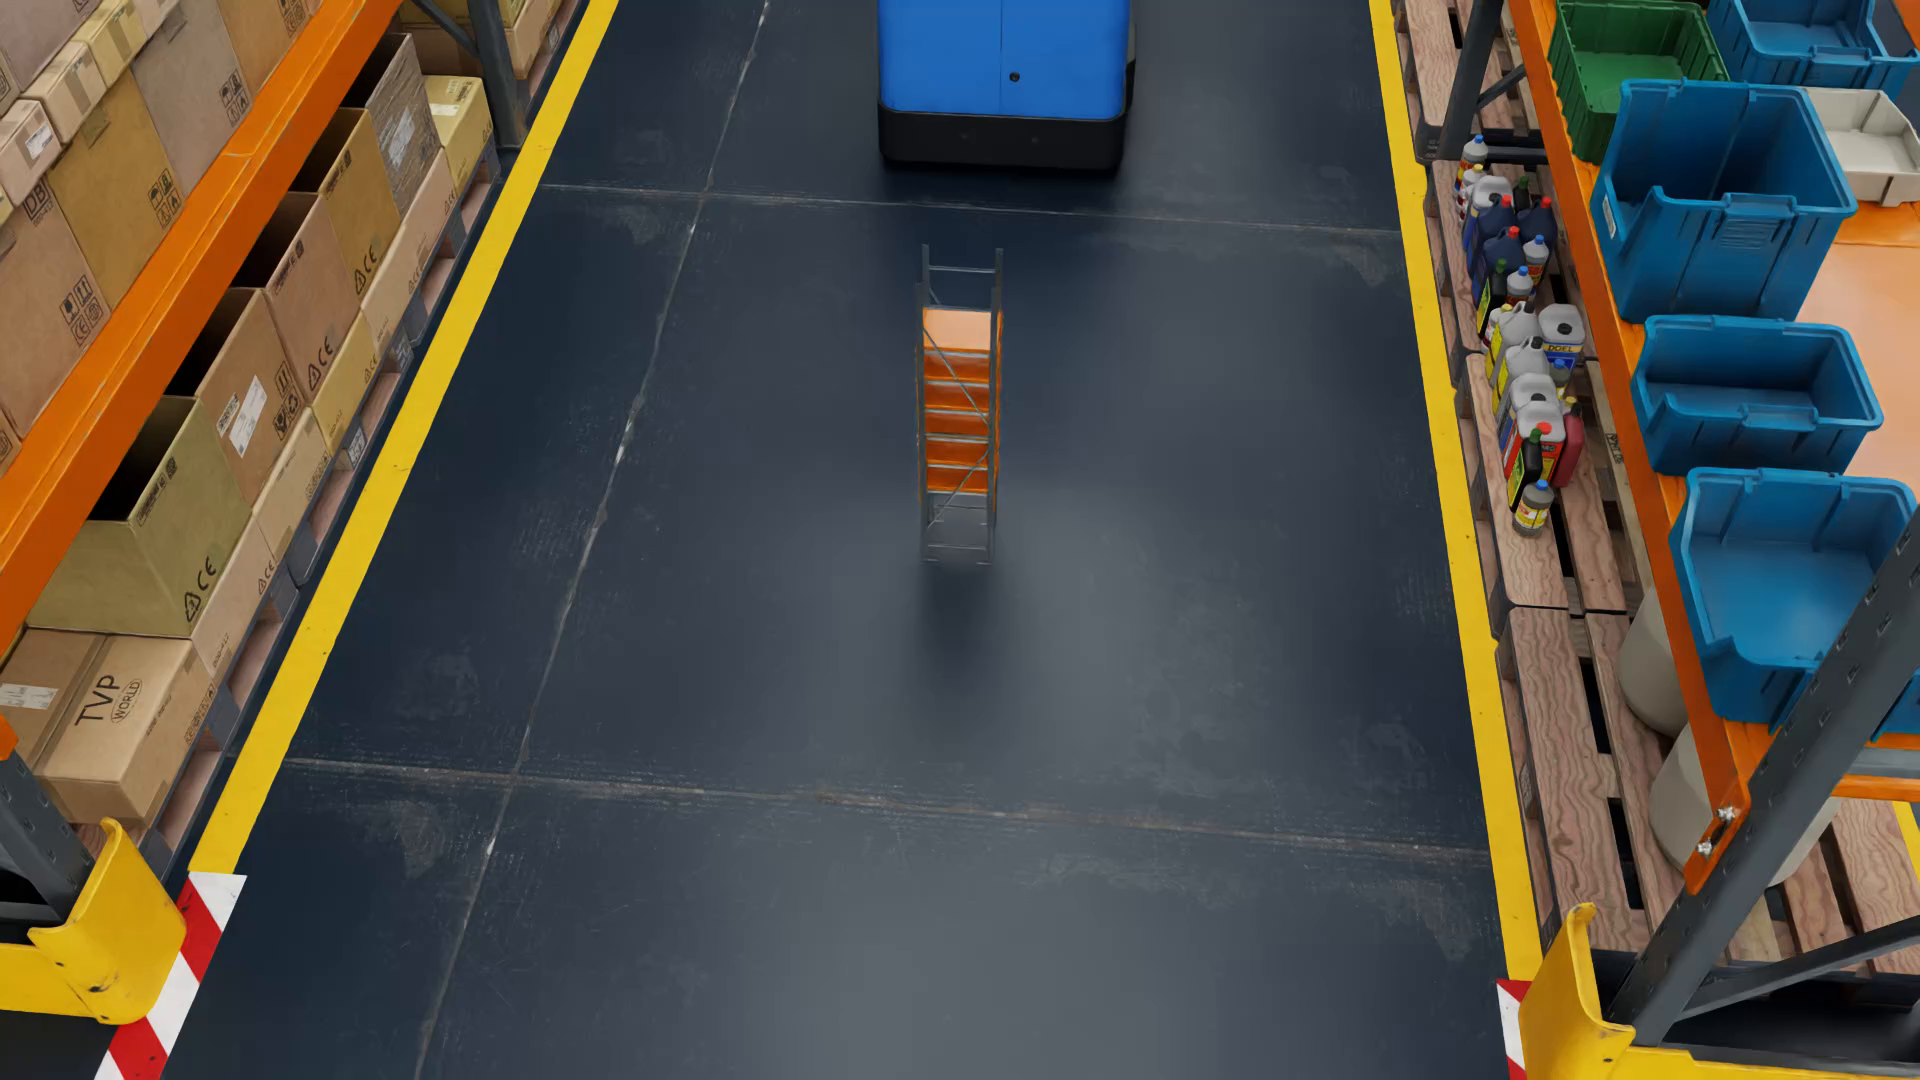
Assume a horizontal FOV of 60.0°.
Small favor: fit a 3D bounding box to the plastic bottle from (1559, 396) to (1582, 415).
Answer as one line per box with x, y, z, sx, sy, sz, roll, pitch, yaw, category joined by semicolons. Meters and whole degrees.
2.063;-0.406;5.687;0.097;0.201;0.097;0;48;0;plastic bottle

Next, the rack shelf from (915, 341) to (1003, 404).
-0.001;-0.526;5.153;0.258;0.103;0.180;4;48;4;rack shelf

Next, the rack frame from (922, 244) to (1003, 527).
0.007;-0.462;5.359;0.240;1.200;0.006;4;48;4;rack frame

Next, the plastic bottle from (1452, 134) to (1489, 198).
2.042;-1.495;6.635;0.097;0.271;0.097;0;48;0;plastic bottle

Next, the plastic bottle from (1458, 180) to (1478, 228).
2.023;-1.322;6.524;0.097;0.201;0.097;0;48;0;plastic bottle

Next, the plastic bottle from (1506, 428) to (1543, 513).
1.866;-0.230;5.470;0.061;0.283;0.133;5;48;4;plastic bottle

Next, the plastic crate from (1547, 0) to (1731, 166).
2.103;-1.422;5.161;0.450;0.188;0.662;4;48;4;plastic crate

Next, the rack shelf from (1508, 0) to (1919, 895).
2.325;-0.759;4.899;1.077;0.370;4.000;4;48;4;rack shelf

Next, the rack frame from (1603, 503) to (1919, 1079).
2.143;0.468;3.289;1.000;3.000;0.127;4;48;4;rack frame

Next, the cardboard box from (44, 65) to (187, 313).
-2.640;-0.995;4.559;0.700;0.500;0.500;4;48;4;cardboard box

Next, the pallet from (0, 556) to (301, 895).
-2.762;0.508;5.142;1.003;0.211;1.213;4;48;4;pallet

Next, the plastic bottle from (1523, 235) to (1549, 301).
2.128;-1.019;6.200;0.097;0.271;0.097;0;48;0;plastic bottle

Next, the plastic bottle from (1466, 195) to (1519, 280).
2.021;-1.161;6.276;0.144;0.351;0.185;5;48;5;plastic bottle

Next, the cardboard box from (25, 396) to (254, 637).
-2.475;-0.082;4.862;0.500;0.500;0.500;4;48;4;cardboard box

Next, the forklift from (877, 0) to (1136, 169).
0.284;-3.660;7.111;1.130;2.935;3.031;3;48;3;forklift

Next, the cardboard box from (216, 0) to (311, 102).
-2.550;-1.758;5.258;0.700;0.500;0.500;5;48;4;cardboard box

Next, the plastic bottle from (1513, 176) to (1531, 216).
2.146;-1.253;6.405;0.061;0.283;0.133;4;48;4;plastic bottle

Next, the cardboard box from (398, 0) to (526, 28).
-2.139;-2.497;7.200;0.500;0.311;0.500;4;48;4;cardboard box

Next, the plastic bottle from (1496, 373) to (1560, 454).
1.937;-0.426;5.654;0.152;0.276;0.135;3;48;2;plastic bottle

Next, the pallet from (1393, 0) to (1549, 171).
2.540;-2.110;7.537;1.003;0.211;1.213;4;48;4;pallet

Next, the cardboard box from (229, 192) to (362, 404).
-2.380;-0.816;5.534;0.500;0.500;0.500;4;48;4;cardboard box

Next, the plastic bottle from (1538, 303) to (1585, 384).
2.114;-0.693;5.899;0.152;0.276;0.135;4;48;4;plastic bottle

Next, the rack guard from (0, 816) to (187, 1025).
-2.792;0.993;4.503;1.175;0.500;0.348;4;48;4;rack guard

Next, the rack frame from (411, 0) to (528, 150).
-2.425;-2.807;6.285;1.000;3.000;0.127;4;48;4;rack frame

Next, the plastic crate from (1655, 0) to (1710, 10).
2.333;-2.075;5.657;0.767;0.338;0.504;4;48;4;plastic crate

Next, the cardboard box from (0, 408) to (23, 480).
-2.734;-0.244;3.873;0.700;0.500;0.500;4;48;4;cardboard box

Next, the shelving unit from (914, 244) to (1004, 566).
-0.001;-0.394;5.298;0.258;1.200;0.189;4;48;4;shelving unit

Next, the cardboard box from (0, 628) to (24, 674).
-3.035;0.504;4.835;0.500;0.250;0.500;4;48;4;cardboard box

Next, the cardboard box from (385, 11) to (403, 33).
-2.676;-2.345;7.441;0.500;0.250;0.500;3;48;3;cardboard box

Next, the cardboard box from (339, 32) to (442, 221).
-2.307;-1.552;6.208;0.500;0.500;0.500;4;48;4;cardboard box

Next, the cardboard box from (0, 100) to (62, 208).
-2.469;-0.957;4.085;0.380;0.149;0.250;3;48;3;cardboard box

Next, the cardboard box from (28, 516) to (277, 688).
-2.477;0.171;5.139;0.500;0.250;0.500;4;48;4;cardboard box

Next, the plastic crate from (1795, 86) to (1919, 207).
2.612;-1.172;4.968;0.530;0.136;0.437;4;48;4;plastic crate

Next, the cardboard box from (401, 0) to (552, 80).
-2.141;-2.301;7.401;0.500;0.250;0.500;3;48;3;cardboard box

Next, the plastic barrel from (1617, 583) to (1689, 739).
2.172;0.309;4.836;0.421;0.512;0.421;0;48;0;plastic barrel

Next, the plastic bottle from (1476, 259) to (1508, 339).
1.947;-0.881;6.066;0.061;0.283;0.133;6;48;5;plastic bottle

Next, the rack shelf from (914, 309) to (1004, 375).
-0.001;-0.607;5.065;0.258;0.103;0.180;4;48;4;rack shelf

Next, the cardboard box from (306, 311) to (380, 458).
-2.381;-0.563;5.811;0.500;0.250;0.500;4;48;4;cardboard box

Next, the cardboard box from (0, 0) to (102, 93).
-2.642;-1.478;4.122;0.700;0.500;0.500;4;48;4;cardboard box

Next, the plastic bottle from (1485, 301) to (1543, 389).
1.965;-0.710;5.863;0.144;0.351;0.185;4;48;3;plastic bottle

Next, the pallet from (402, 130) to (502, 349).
-2.539;-1.285;6.782;1.003;0.211;1.213;4;48;4;pallet

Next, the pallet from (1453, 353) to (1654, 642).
2.296;-0.141;5.736;1.003;0.211;1.213;4;48;4;pallet

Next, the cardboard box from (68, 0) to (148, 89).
-2.424;-1.341;4.437;0.380;0.149;0.250;3;48;3;cardboard box

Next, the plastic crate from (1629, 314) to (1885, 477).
1.955;-0.347;4.135;0.499;0.251;0.408;4;48;4;plastic crate

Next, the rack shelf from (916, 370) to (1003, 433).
-0.001;-0.445;5.242;0.258;0.103;0.180;4;48;4;rack shelf

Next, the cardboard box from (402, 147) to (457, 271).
-2.305;-1.299;6.484;0.500;0.250;0.500;4;48;4;cardboard box
